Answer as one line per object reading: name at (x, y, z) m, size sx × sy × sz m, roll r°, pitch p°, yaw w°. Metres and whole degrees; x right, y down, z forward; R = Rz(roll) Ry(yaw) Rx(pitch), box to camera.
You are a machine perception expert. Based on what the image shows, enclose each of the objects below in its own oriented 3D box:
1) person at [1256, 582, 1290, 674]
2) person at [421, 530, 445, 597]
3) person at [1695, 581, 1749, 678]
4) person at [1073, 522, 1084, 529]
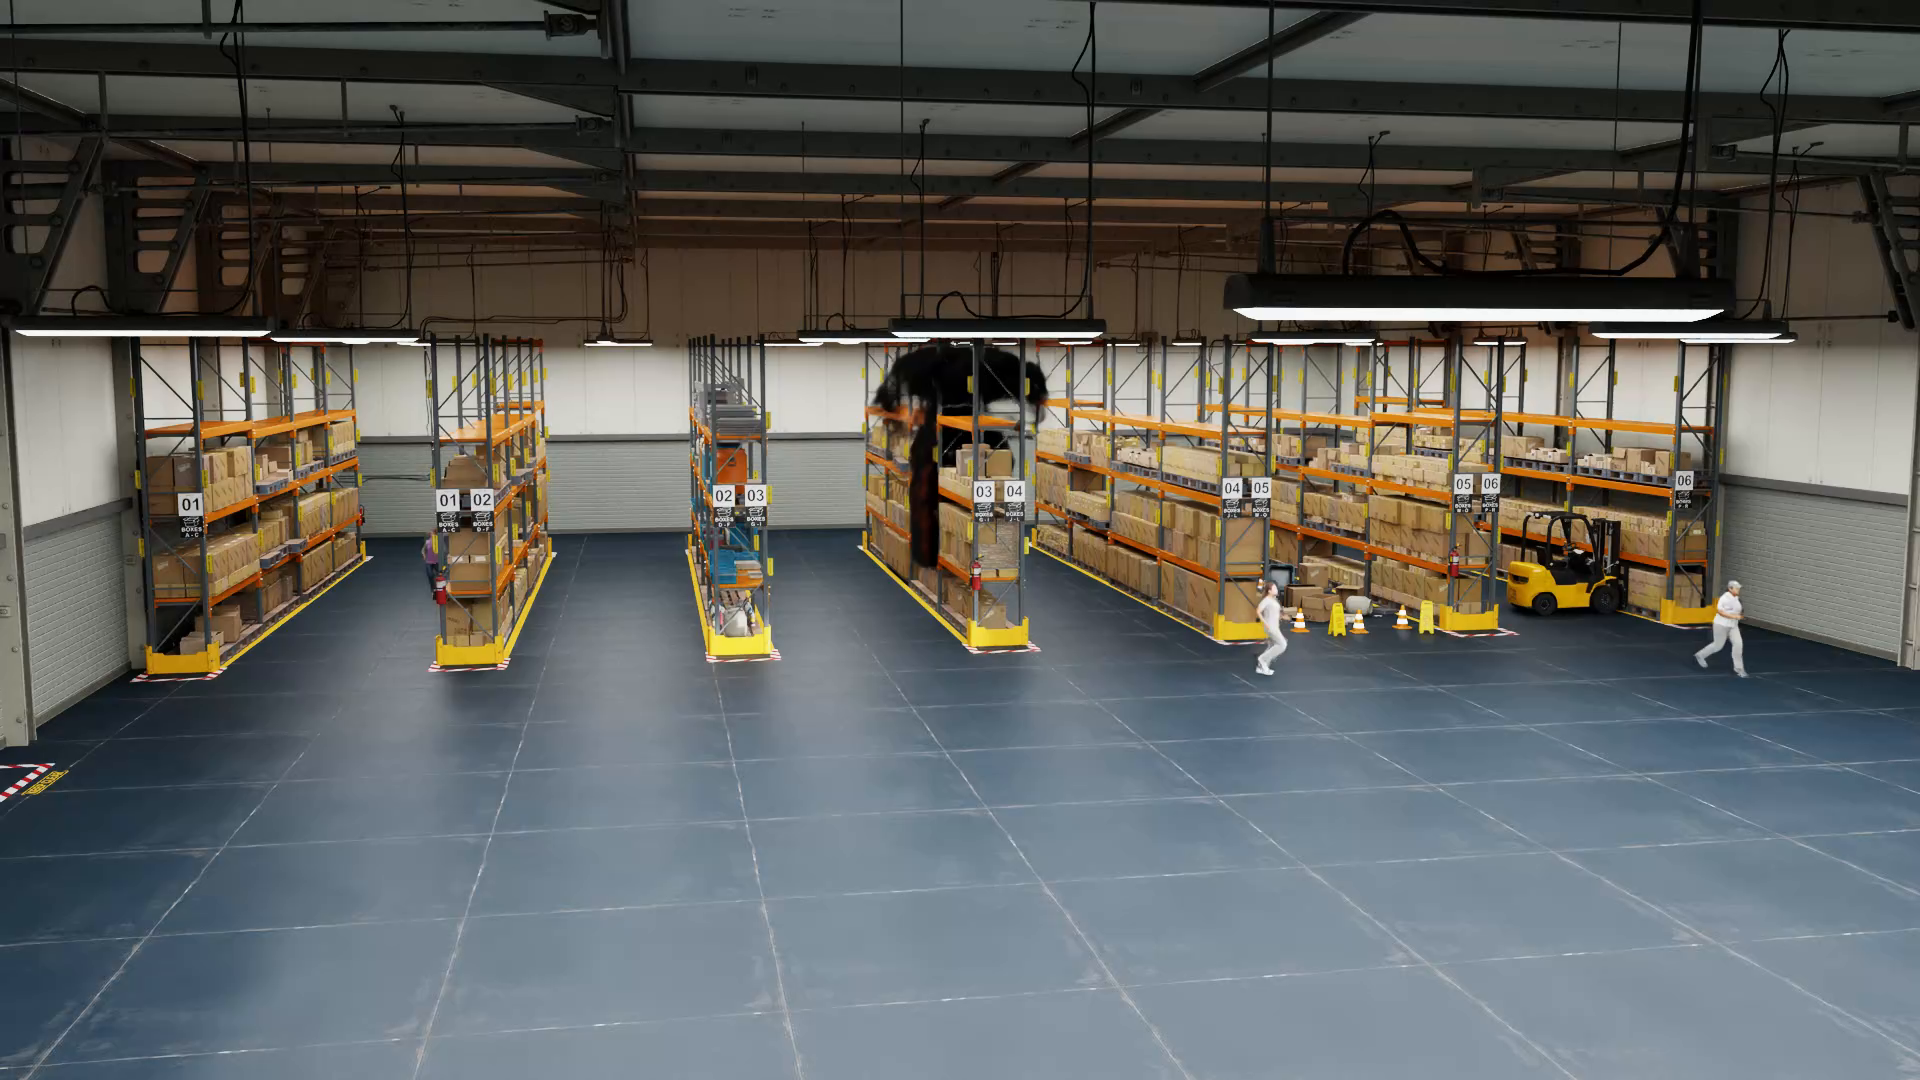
person at (5.513, 1.557, 29.269) m, size 0.585 × 1.633 × 0.548 m, roll 3°, pitch 7°, yaw 22°
person at (-12.235, 0.531, 38.633) m, size 0.535 × 1.548 × 0.567 m, roll -1°, pitch 7°, yaw -9°
person at (13.517, 1.544, 29.401) m, size 0.628 × 1.684 × 0.981 m, roll -5°, pitch 8°, yaw -38°
person at (3.385, -0.823, 49.610) m, size 0.900 × 1.775 × 0.726 m, roll 4°, pitch 8°, yaw 31°
